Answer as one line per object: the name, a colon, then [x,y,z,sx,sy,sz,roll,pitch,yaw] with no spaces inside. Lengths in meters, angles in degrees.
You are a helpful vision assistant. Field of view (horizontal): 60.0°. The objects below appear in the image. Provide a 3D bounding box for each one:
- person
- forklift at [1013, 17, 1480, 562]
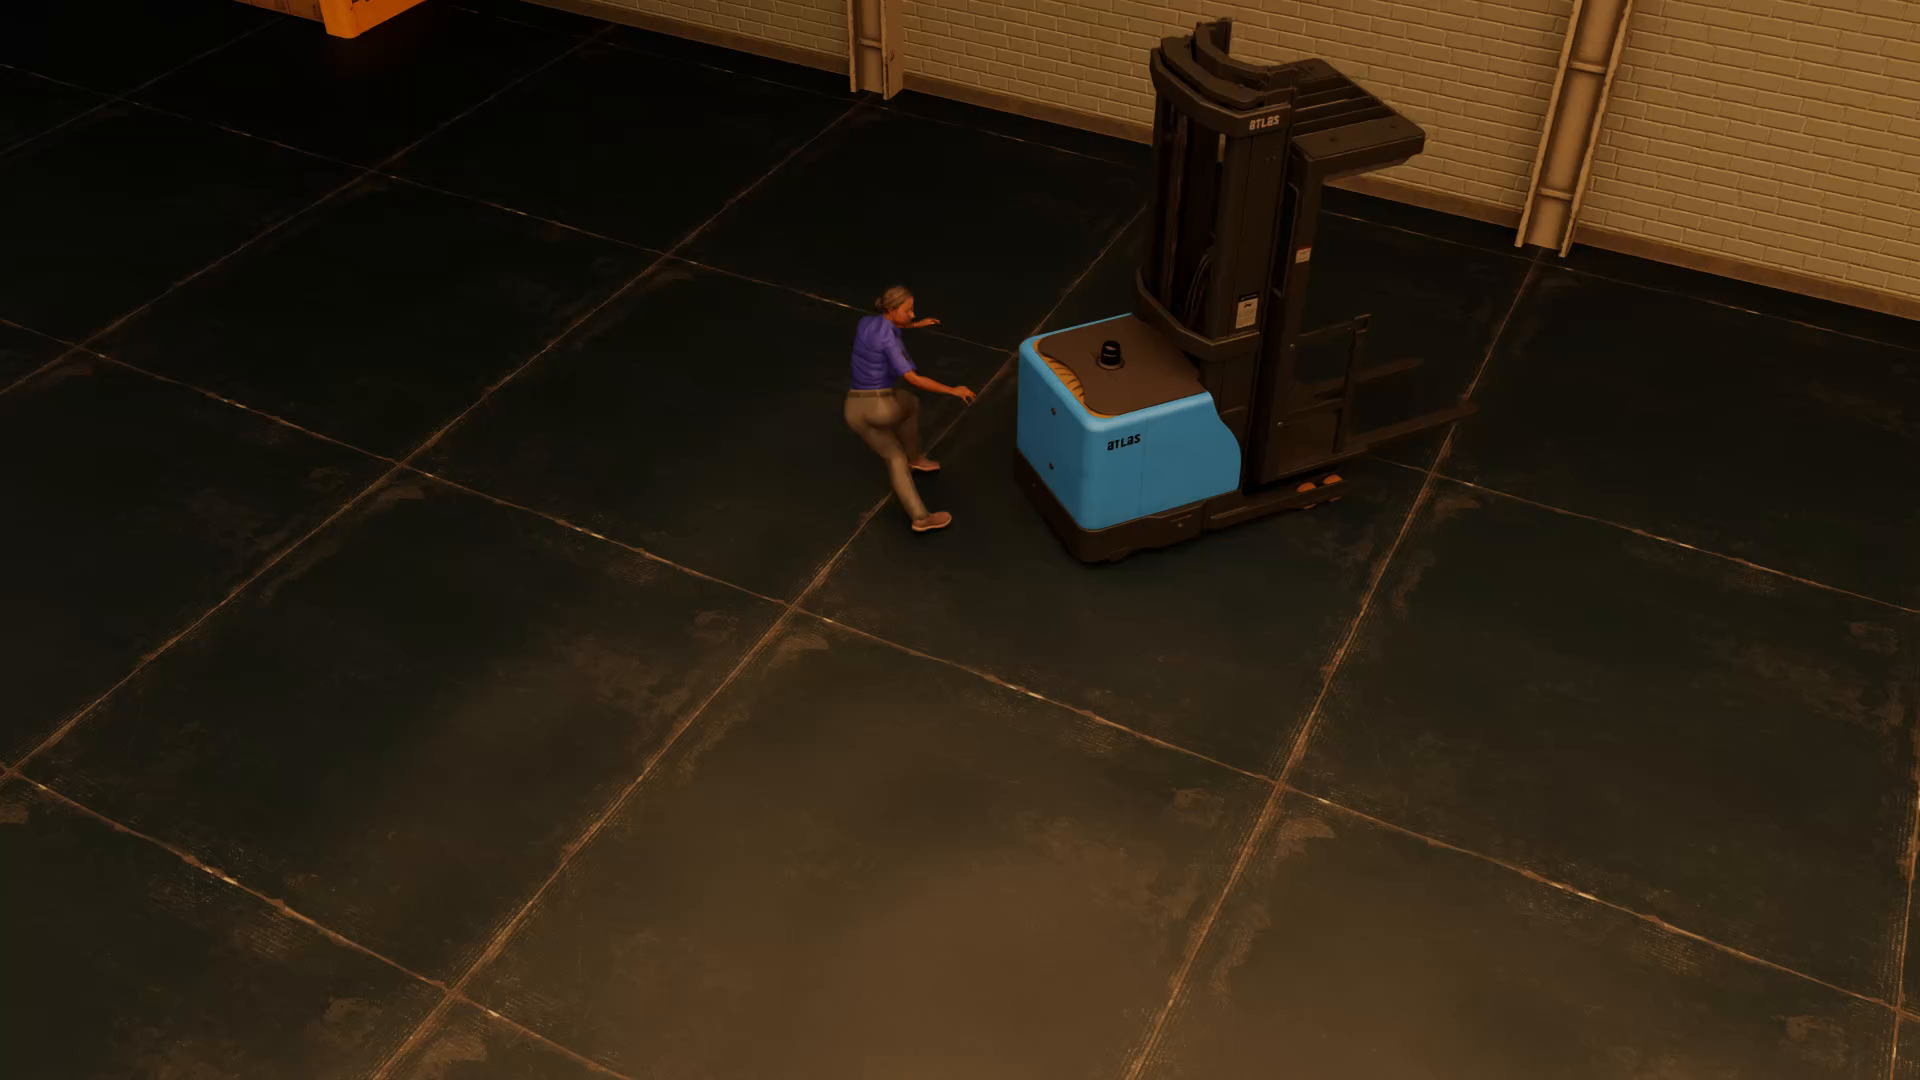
person: [-0.272,-0.890,10.209,0.907,1.411,0.909,22,45,24]
forklift: [1.905,-1.613,9.902,3.031,2.935,1.130,-16,43,-18]
